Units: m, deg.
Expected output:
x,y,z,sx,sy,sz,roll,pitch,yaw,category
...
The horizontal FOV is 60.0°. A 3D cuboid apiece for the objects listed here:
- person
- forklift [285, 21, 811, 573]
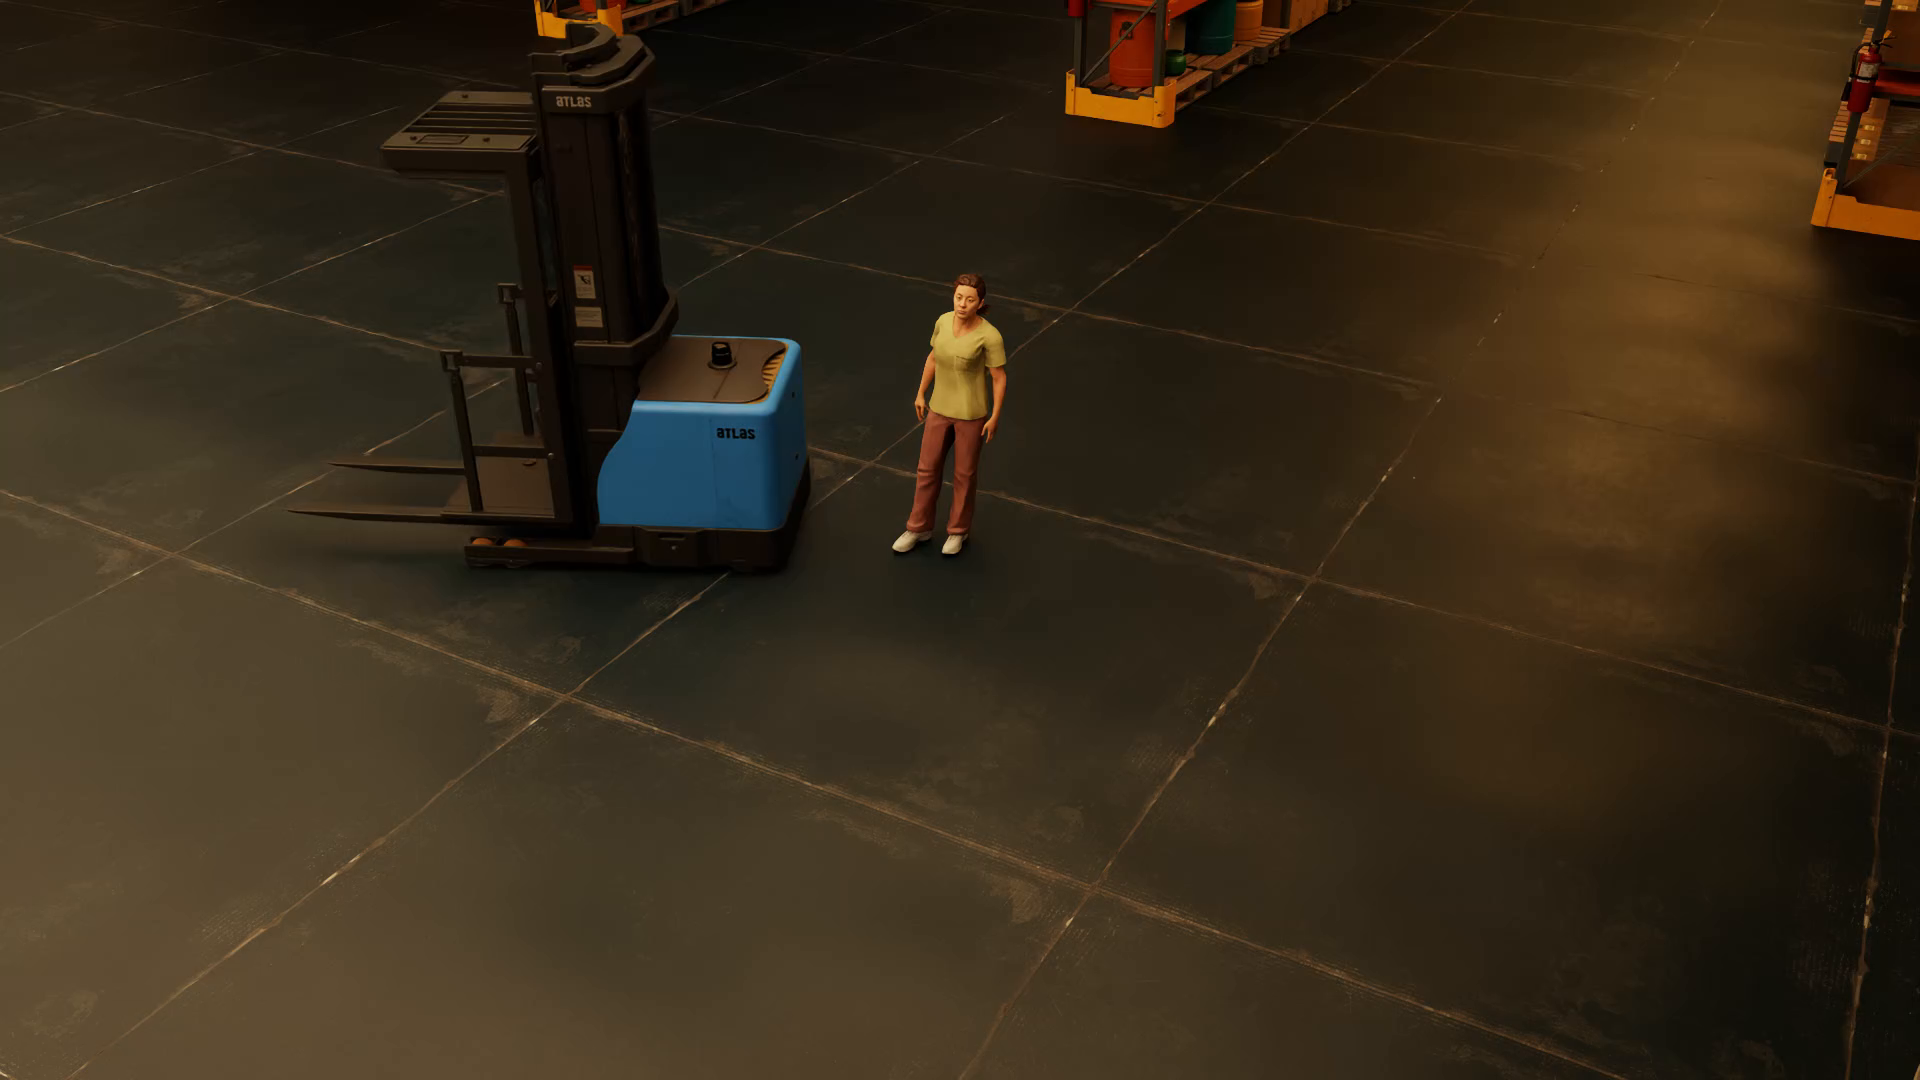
x,y,z,sx,sy,sz,roll,pitch,yaw,category
-0.046,-0.702,9.529,0.554,1.673,0.548,15,33,25,person
-2.477,-1.365,9.436,3.031,2.935,1.130,2,30,4,forklift
